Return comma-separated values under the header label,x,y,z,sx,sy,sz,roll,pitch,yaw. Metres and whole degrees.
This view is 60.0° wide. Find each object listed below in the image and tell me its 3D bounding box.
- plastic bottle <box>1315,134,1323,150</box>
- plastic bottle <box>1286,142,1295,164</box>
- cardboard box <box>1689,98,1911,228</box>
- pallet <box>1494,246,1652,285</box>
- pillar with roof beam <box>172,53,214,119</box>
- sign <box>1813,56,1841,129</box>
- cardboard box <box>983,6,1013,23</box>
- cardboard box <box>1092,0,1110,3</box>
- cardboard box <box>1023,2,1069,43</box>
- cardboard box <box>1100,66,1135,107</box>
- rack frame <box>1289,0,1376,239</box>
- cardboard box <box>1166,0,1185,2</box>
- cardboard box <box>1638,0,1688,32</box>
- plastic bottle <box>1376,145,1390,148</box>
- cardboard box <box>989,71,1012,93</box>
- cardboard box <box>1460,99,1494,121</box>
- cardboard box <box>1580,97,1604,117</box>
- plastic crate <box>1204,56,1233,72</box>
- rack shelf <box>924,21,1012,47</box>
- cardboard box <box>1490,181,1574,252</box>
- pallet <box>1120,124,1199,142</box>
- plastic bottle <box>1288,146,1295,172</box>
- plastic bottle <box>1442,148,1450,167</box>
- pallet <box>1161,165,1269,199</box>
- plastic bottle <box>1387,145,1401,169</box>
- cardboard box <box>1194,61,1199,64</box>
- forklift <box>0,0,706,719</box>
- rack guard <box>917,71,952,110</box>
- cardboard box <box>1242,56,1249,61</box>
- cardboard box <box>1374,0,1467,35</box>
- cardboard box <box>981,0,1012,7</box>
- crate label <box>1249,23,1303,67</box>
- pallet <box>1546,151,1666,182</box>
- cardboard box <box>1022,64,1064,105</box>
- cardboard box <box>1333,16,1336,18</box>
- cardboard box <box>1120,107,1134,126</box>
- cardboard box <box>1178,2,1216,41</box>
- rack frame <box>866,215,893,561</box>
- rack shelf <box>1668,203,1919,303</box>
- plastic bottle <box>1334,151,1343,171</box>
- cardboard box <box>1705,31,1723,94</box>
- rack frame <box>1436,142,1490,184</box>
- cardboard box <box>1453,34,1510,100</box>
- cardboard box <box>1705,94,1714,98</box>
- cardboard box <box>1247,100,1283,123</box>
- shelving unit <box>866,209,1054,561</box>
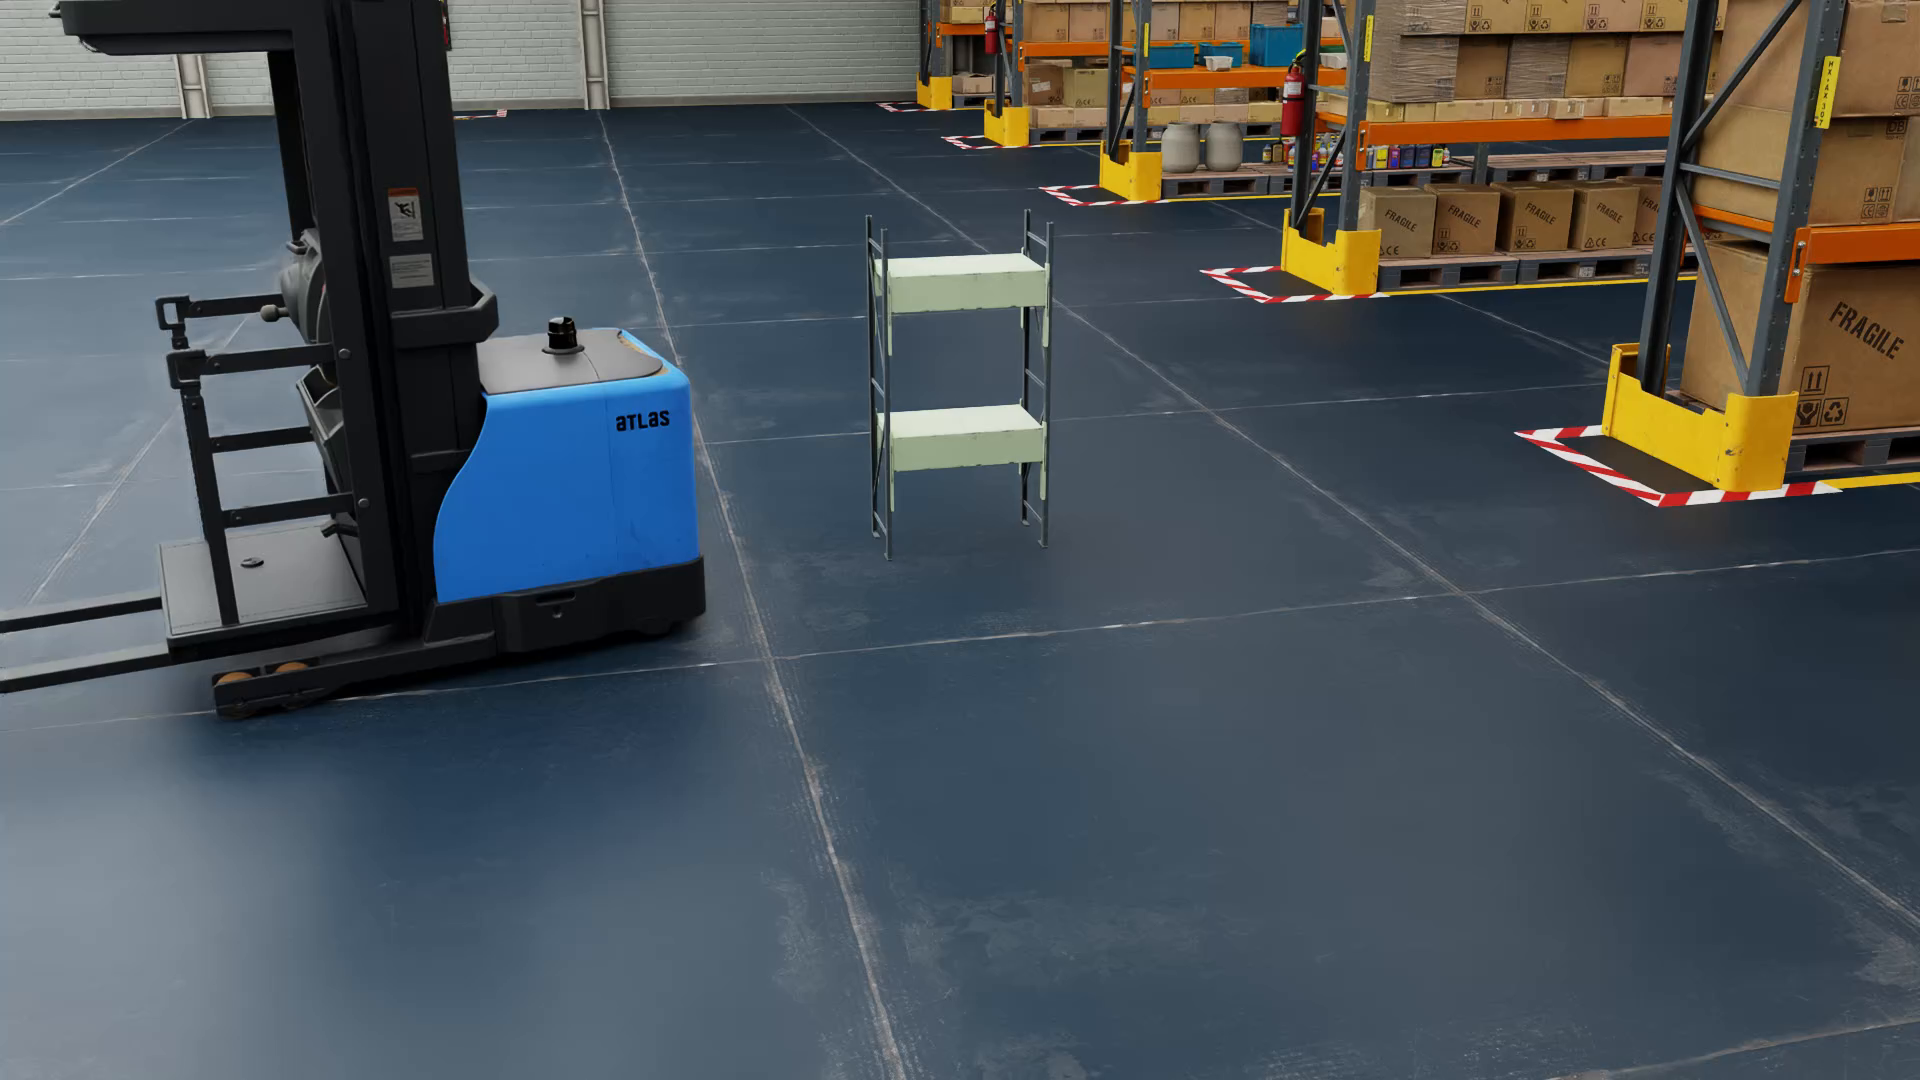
label,x,y,z,sx,sy,sz,roll,pitch,yaw
plastic bottle,4.021,-4.473,18.876,0.185,0.351,0.144,-4,20,-10
plastic bottle,3.750,-4.380,18.721,0.133,0.283,0.061,-5,21,-12
cardboard box,4.321,-1.971,8.616,0.550,0.550,0.875,-5,21,-12
pallet,4.985,-2.369,13.974,1.213,0.211,1.003,-5,21,-12
pillar with roof beam,-10.697,-9.269,20.036,0.400,9.000,9.100,-5,21,-12
sign,4.092,-2.113,7.849,0.005,0.325,0.100,-5,21,-12
cardboard box,0.558,-8.415,26.616,0.500,0.250,0.500,-5,21,-14
cardboard box,1.828,-7.211,22.051,0.250,0.149,0.380,-5,21,-13
cardboard box,1.109,-6.920,22.199,0.500,0.500,0.700,-5,21,-12
cardboard box,2.194,-6.151,22.541,0.500,0.500,0.500,-5,21,-12
rack frame,2.927,-3.524,13.074,0.127,3.000,1.000,-5,21,-12
cardboard box,2.835,-7.293,22.275,0.250,0.149,0.380,-4,20,-11
cardboard box,5.472,-4.290,13.133,0.500,0.500,0.500,-5,21,-12
plastic bottle,4.832,-4.488,18.917,0.185,0.351,0.144,-5,21,-12
cardboard box,0.757,-7.512,27.230,0.500,0.311,0.500,-3,20,-8
cardboard box,3.992,-3.404,13.111,0.250,0.149,0.380,-5,21,-12
cardboard box,4.954,-3.499,13.372,0.250,0.149,0.380,-5,21,-12
plastic crate,2.732,-5.021,17.545,0.250,0.136,0.298,-5,21,-12
rack shelf,1.454,-8.319,27.209,4.000,0.370,1.077,-5,21,-12
cardboard box,4.726,-2.693,13.830,0.500,0.500,0.500,-3,20,-7
pallet,2.571,-5.701,23.070,1.213,0.211,1.003,-5,21,-12
plastic bottle,3.624,-4.147,18.101,0.097,0.271,0.097,0,20,0
plastic bottle,5.399,-4.258,18.507,0.097,0.201,0.097,0,20,0
pallet,2.642,-3.957,18.310,1.213,0.211,1.003,-5,21,-12
plastic bottle,4.784,-4.240,18.338,0.133,0.283,0.061,-3,20,-9
cardboard box,3.536,-6.441,23.334,0.500,0.500,0.500,-5,21,-12
forklift,-2.595,-0.933,6.101,3.031,2.935,1.130,-10,22,-25
rack guard,-0.418,-7.330,27.099,0.348,0.500,1.175,-5,21,-12
cardboard box,4.604,-7.969,28.203,0.500,0.500,0.700,-5,21,-14
cardboard box,3.525,-4.132,12.703,0.500,0.500,0.500,-5,21,-12
cardboard box,0.525,-8.762,26.472,0.500,0.500,0.500,-5,21,-12
crate label,3.516,-5.435,18.239,0.616,0.435,0.502,-5,21,-12
pallet,7.625,-4.362,19.416,1.213,0.211,1.003,-5,21,-12
cardboard box,1.105,-6.241,22.787,0.500,0.500,0.500,-5,21,-12
cardboard box,5.357,-7.225,23.372,0.258,0.266,0.396,-5,21,-14
cardboard box,2.197,-5.795,22.659,0.500,0.250,0.500,-5,21,-12
cardboard box,3.113,-7.084,22.648,0.500,0.500,0.700,-4,21,-12
rack frame,-0.363,-0.675,7.476,0.023,1.500,0.400,-5,21,-12
rack shelf,5.916,-1.676,9.076,4.000,0.370,1.077,-5,21,-12
plastic bottle,4.151,-4.157,18.230,0.097,0.201,0.097,0,20,0
cardboard box,5.873,-3.985,13.753,0.500,0.500,0.875,-5,21,-12
rack frame,5.680,-5.499,18.464,0.127,3.000,1.000,-5,21,-12
cardboard box,3.928,-3.825,13.317,0.500,0.500,0.875,-5,21,-12
cardboard box,5.958,-3.534,13.466,0.250,0.149,0.380,-5,21,-12
cardboard box,4.143,-5.953,23.092,0.500,0.250,0.500,-5,21,-12
shelving unit,-0.006,-0.704,7.555,0.755,1.500,0.431,-5,21,-12
